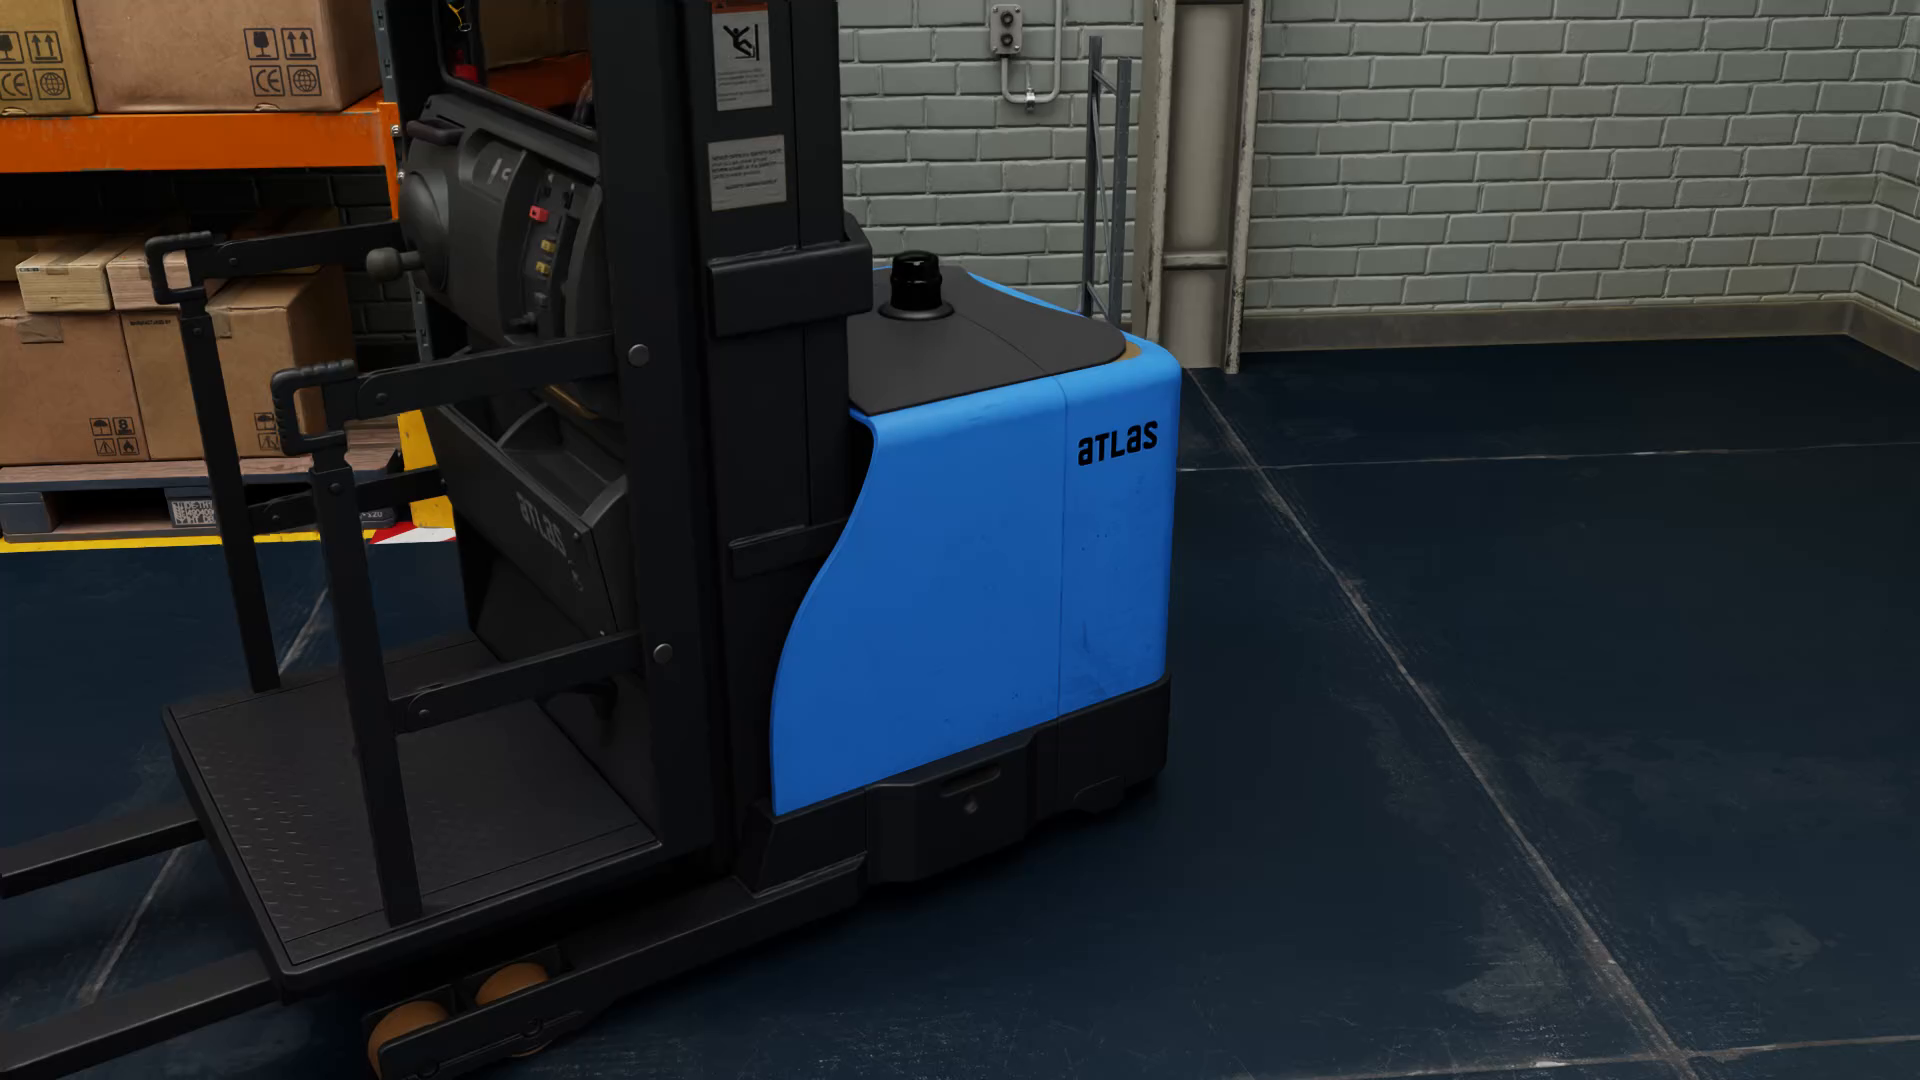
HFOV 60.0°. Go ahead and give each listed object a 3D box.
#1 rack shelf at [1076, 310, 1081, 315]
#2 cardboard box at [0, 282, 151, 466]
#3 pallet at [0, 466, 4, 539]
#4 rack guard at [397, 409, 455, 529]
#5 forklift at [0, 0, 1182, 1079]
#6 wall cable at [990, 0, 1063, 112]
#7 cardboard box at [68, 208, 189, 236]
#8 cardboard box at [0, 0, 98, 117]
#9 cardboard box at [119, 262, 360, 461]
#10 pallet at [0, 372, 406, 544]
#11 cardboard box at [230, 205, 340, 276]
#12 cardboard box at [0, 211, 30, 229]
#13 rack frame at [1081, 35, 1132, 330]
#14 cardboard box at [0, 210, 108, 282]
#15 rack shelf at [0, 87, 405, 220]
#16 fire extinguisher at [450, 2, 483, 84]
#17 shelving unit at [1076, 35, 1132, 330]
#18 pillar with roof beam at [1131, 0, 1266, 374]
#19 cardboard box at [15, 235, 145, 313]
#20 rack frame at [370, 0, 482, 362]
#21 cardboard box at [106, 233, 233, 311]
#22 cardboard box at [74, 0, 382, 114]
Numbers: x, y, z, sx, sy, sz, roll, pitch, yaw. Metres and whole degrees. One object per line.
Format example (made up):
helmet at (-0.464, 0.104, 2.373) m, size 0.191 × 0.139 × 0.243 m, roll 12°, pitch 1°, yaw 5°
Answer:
rack shelf at (-0.085, -0.518, 5.011) m, size 1.000 × 0.185 × 0.538 m, roll -2°, pitch 24°, yaw -5°
cardboard box at (-2.860, -0.608, 5.485) m, size 0.500 × 0.500 × 0.700 m, roll -2°, pitch 24°, yaw -5°
pallet at (-3.675, -0.262, 5.579) m, size 1.213 × 0.211 × 1.003 m, roll -2°, pitch 24°, yaw -5°
rack guard at (-1.652, -0.505, 5.772) m, size 0.348 × 0.500 × 1.175 m, roll -2°, pitch 24°, yaw -5°
forklift at (-1.022, -0.581, 2.948) m, size 3.031 × 2.935 × 1.130 m, roll -15°, pitch 28°, yaw -31°
wall cable at (-0.494, -2.544, 6.031) m, size 1.851 × 1.984 × 0.084 m, roll -2°, pitch 24°, yaw -5°
cardboard box at (-2.762, -0.990, 5.545) m, size 0.250 × 0.149 × 0.380 m, roll -2°, pitch 24°, yaw -5°
cardboard box at (-2.905, -1.726, 5.071) m, size 0.700 × 0.700 × 0.980 m, roll -2°, pitch 24°, yaw -6°
cardboard box at (-2.362, -0.628, 5.530) m, size 0.500 × 0.500 × 0.700 m, roll -2°, pitch 24°, yaw -5°
pallet at (-2.463, -0.309, 5.685) m, size 1.213 × 0.211 × 1.003 m, roll -2°, pitch 24°, yaw -5°
cardboard box at (-2.257, -1.010, 5.592) m, size 0.250 × 0.149 × 0.380 m, roll -2°, pitch 24°, yaw -5°
cardboard box at (-3.264, -0.969, 5.500) m, size 0.250 × 0.149 × 0.380 m, roll -2°, pitch 24°, yaw -4°
rack frame at (0.421, -0.702, 4.983) m, size 0.032 × 1.500 × 0.500 m, roll -2°, pitch 24°, yaw -5°
cardboard box at (-3.011, -0.980, 5.523) m, size 0.250 × 0.149 × 0.380 m, roll -2°, pitch 24°, yaw -5°
rack shelf at (-3.666, -1.238, 5.228) m, size 4.000 × 0.370 × 1.077 m, roll -2°, pitch 24°, yaw -5°
fire extinguisher at (-1.480, -1.260, 4.947) m, size 0.183 × 0.674 × 0.296 m, roll -2°, pitch 24°, yaw -5°
shelving unit at (-0.085, -0.682, 4.938) m, size 1.048 × 1.500 × 0.538 m, roll -2°, pitch 24°, yaw -5°
pillar with roof beam at (1.350, -3.105, 1.158) m, size 0.400 × 9.000 × 9.100 m, roll -2°, pitch 24°, yaw -5°
cardboard box at (-2.726, -0.835, 5.198) m, size 0.250 × 0.149 × 0.380 m, roll -2°, pitch 24°, yaw -4°
rack frame at (-1.675, -1.647, 5.262) m, size 0.127 × 3.000 × 1.000 m, roll -2°, pitch 24°, yaw -5°
cardboard box at (-2.472, -0.846, 5.221) m, size 0.250 × 0.149 × 0.380 m, roll -3°, pitch 24°, yaw -6°
cardboard box at (-2.182, -1.759, 5.146) m, size 0.700 × 0.700 × 0.980 m, roll -1°, pitch 24°, yaw -3°
